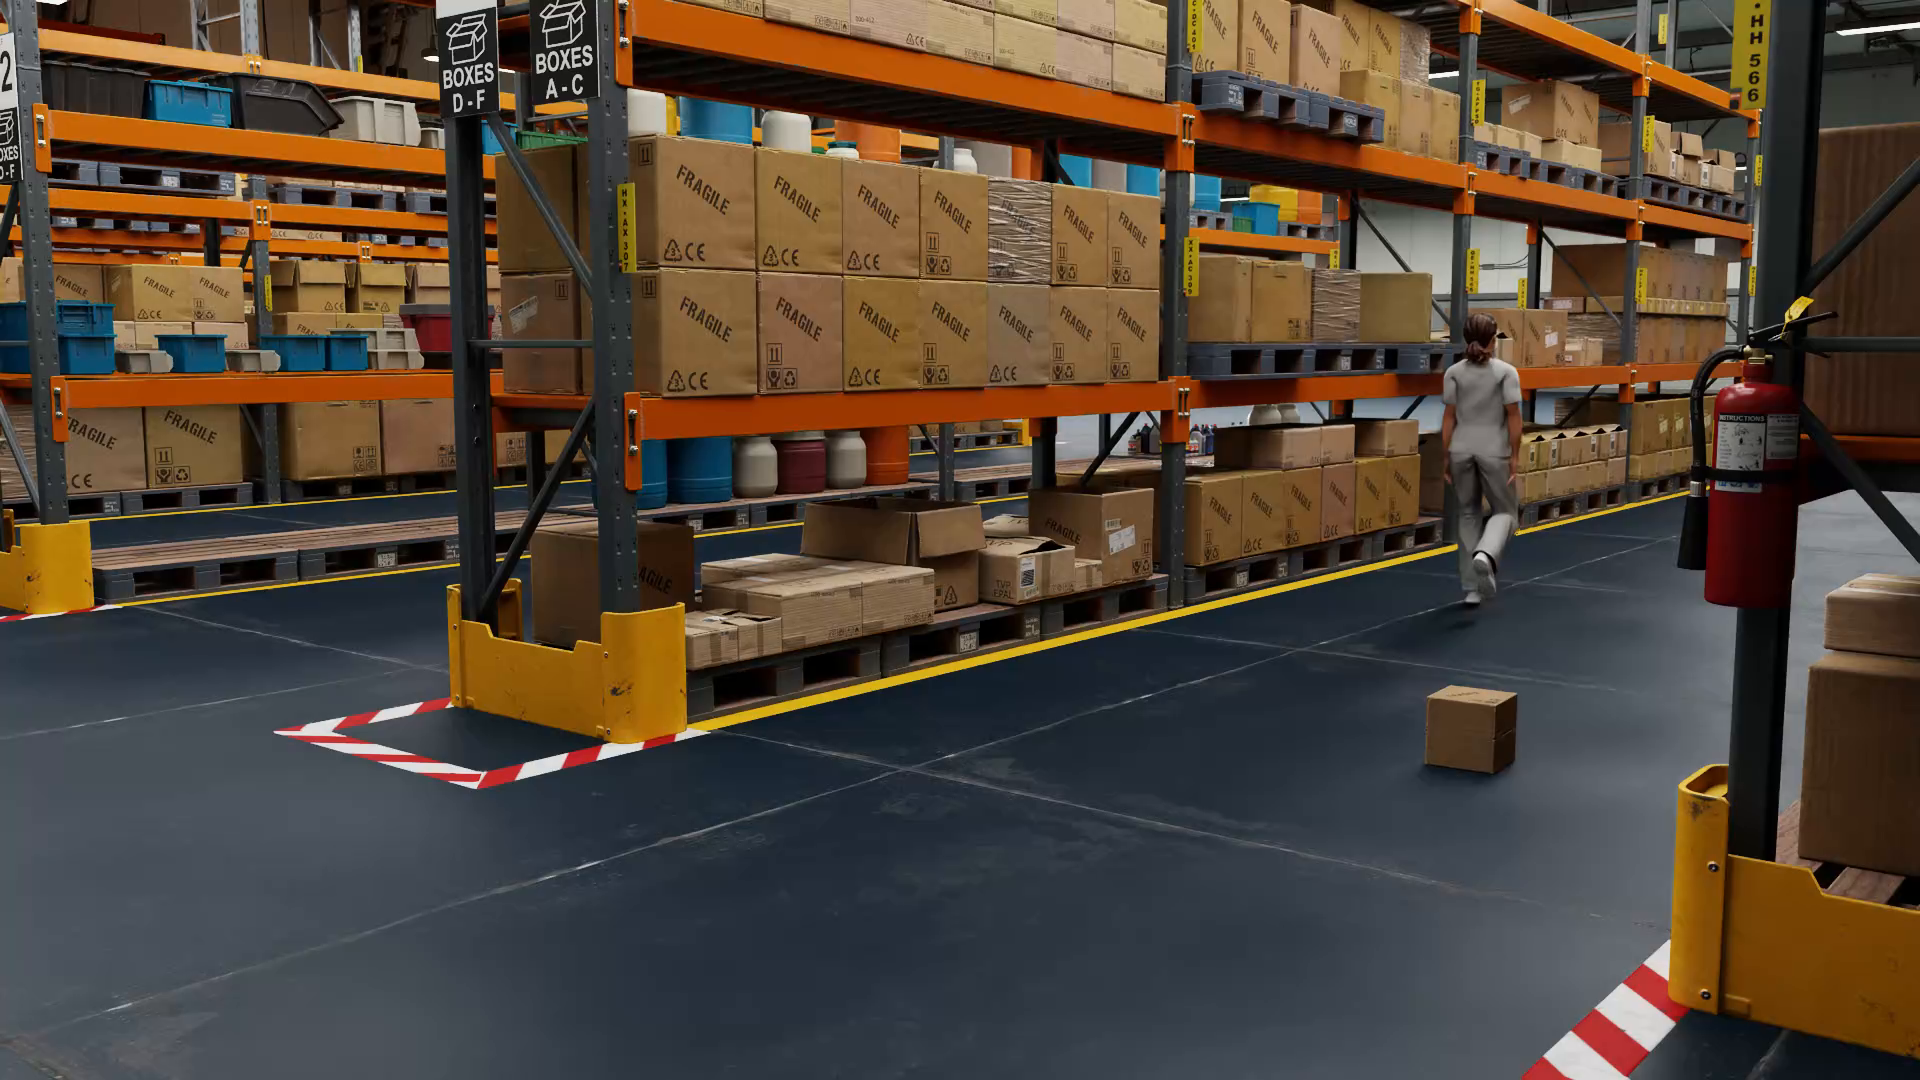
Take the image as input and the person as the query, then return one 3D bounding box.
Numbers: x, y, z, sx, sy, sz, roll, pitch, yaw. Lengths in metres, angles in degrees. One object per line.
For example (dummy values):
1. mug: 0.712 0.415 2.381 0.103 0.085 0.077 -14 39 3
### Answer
1. person: 2.945 -0.454 9.417 0.443 1.658 0.597 4 8 29
